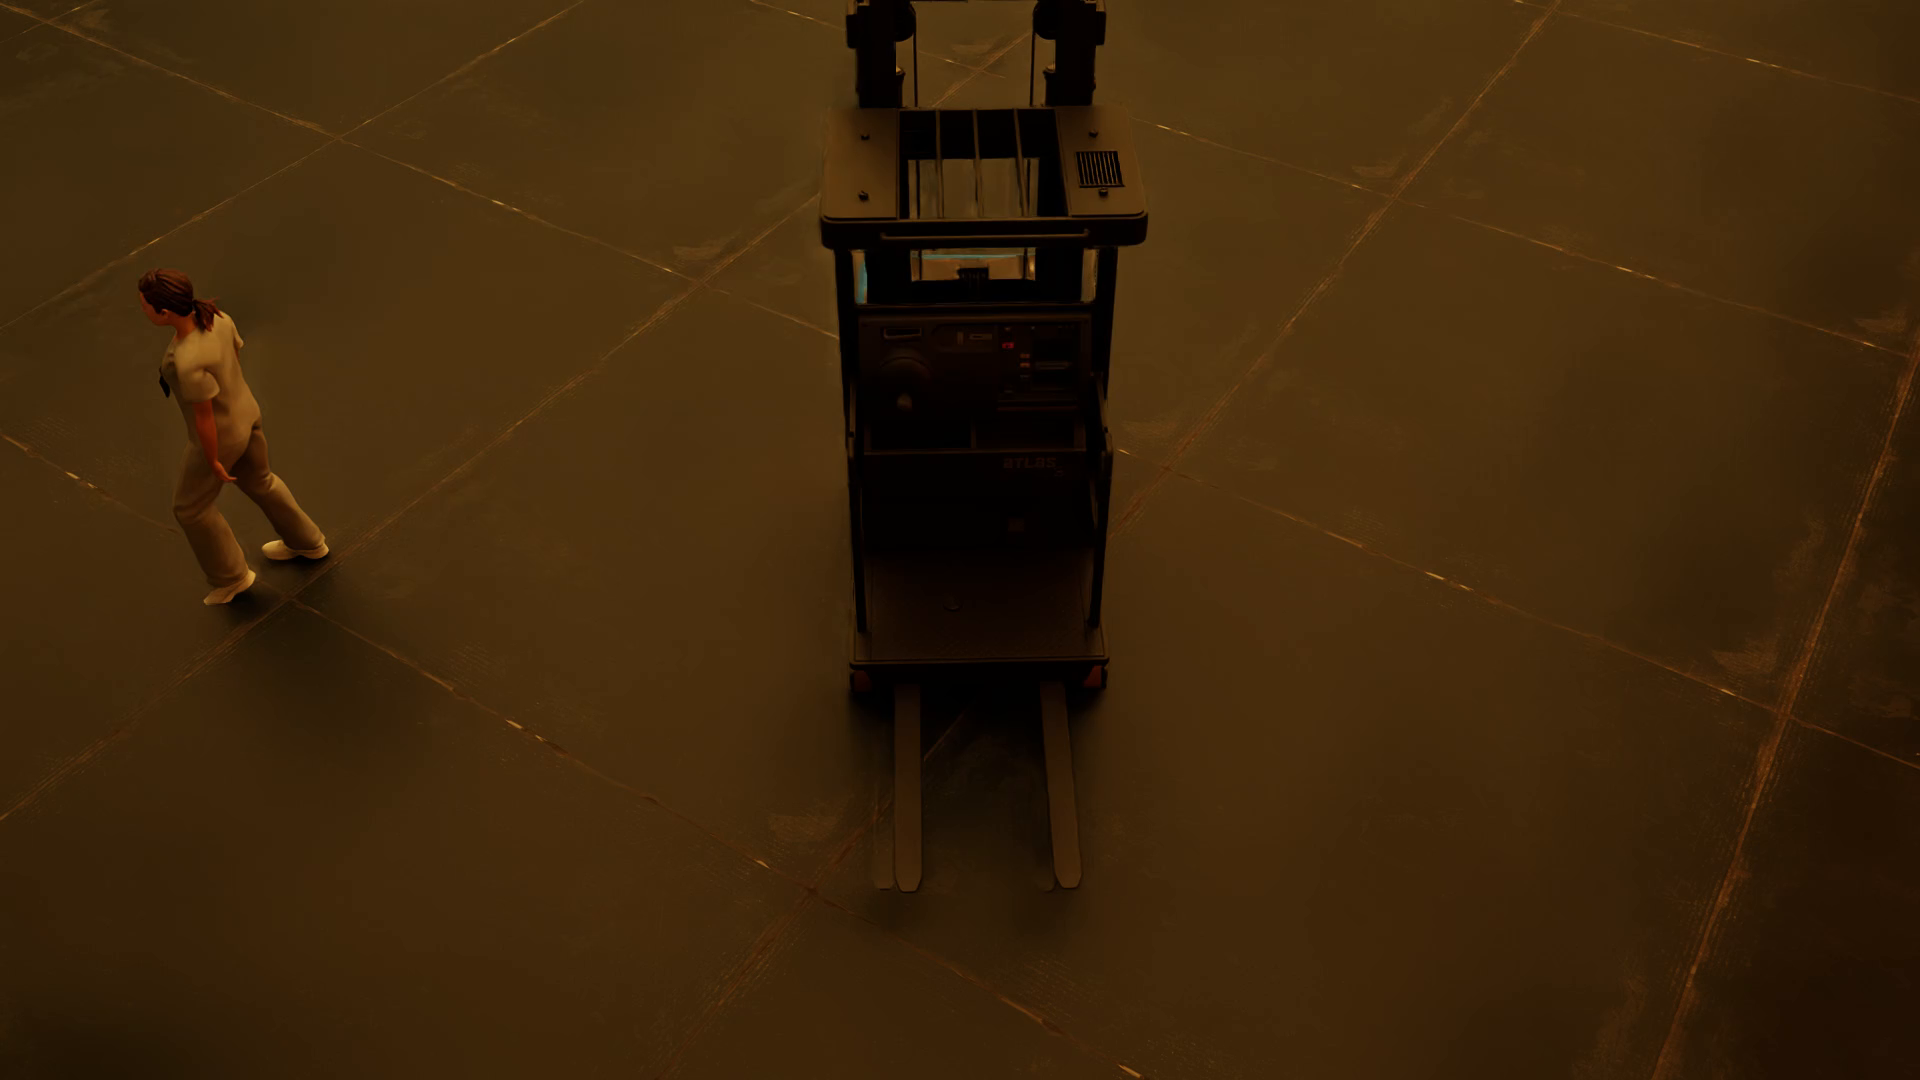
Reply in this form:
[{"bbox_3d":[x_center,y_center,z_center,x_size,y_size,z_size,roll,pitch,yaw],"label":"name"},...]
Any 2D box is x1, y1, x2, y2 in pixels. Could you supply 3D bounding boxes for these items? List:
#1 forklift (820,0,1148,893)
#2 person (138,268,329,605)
[{"bbox_3d":[0.069,-0.623,6.506,1.130,2.935,3.031,-1,43,-1],"label":"forklift"},{"bbox_3d":[-3.262,-0.461,7.308,0.530,1.710,0.545,0,43,0],"label":"person"}]
